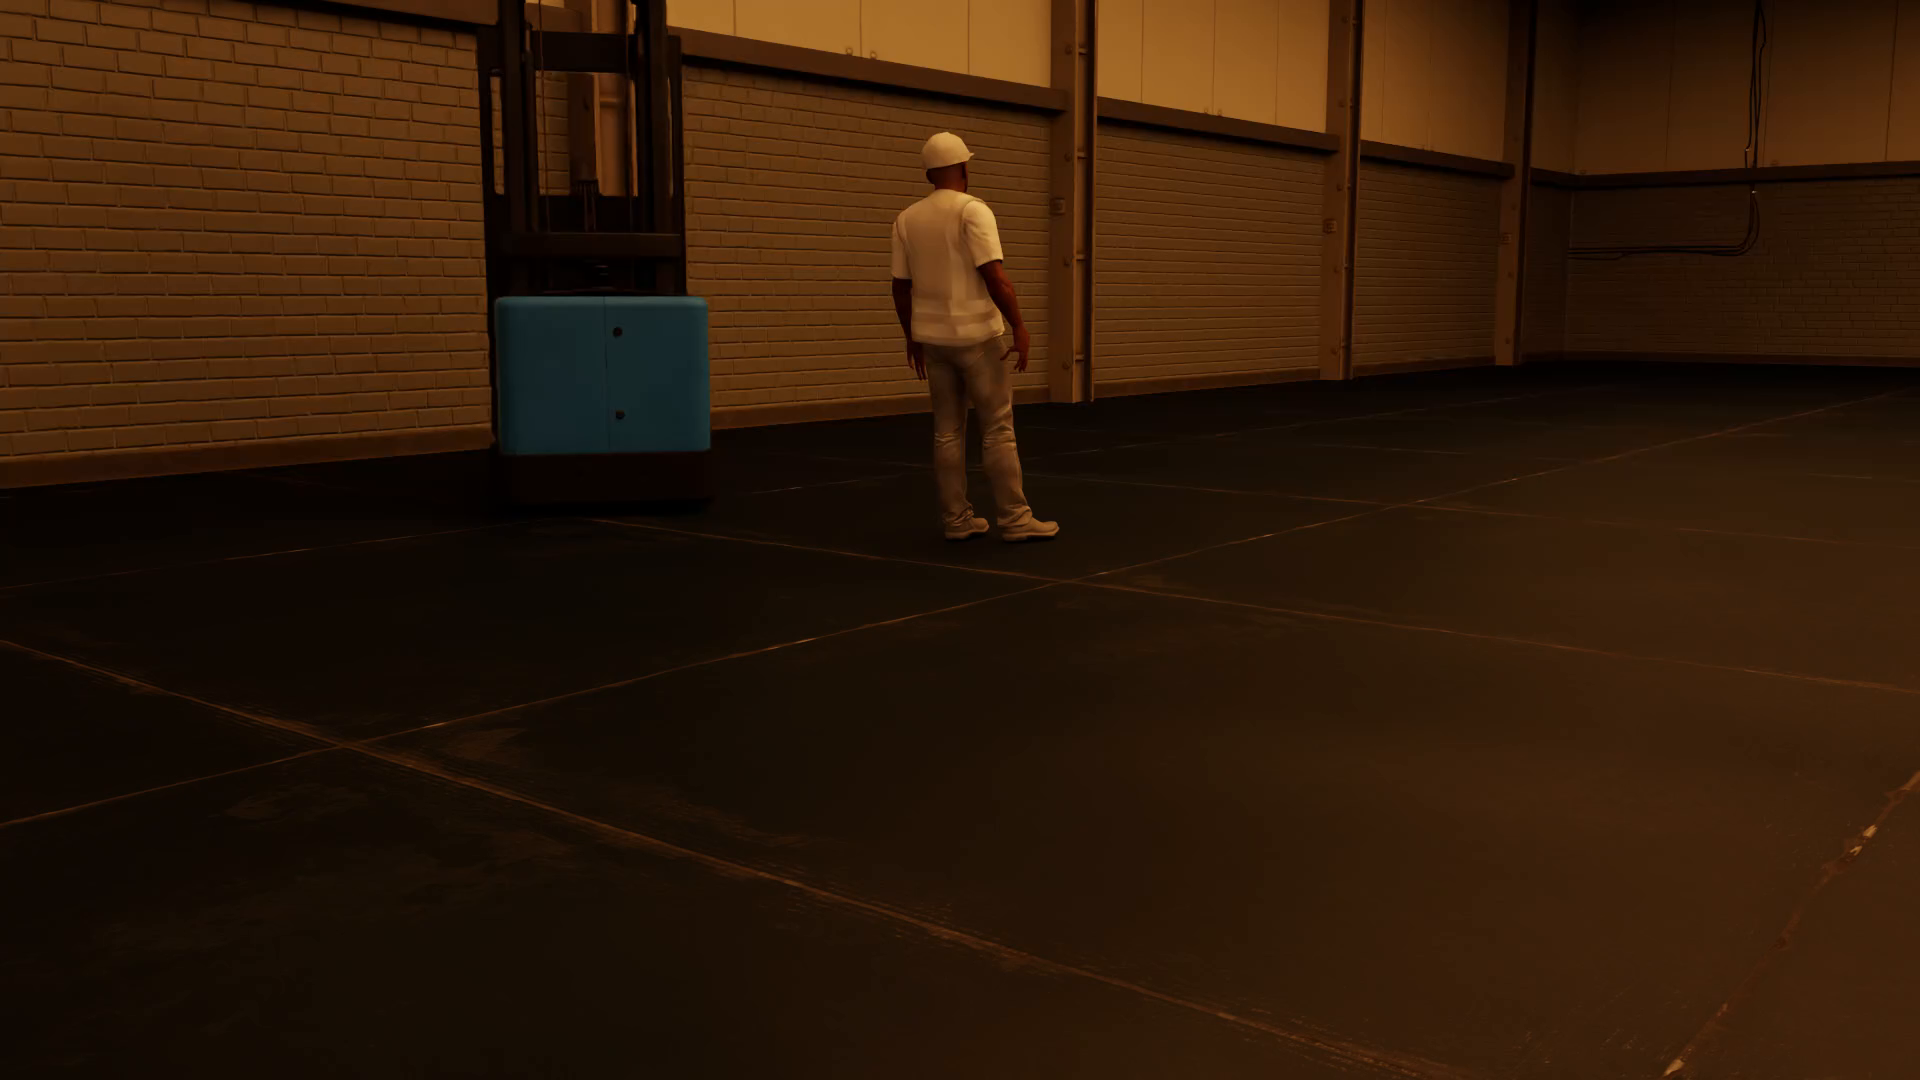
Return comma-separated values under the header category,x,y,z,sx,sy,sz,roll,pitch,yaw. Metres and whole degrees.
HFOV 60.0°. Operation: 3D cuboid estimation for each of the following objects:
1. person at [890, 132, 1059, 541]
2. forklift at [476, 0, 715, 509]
category,x,y,z,sx,sy,sz,roll,pitch,yaw
person,0.049,-0.888,7.325,0.665,1.765,0.577,7,11,38
forklift,-2.140,-1.778,9.434,1.130,2.935,3.031,-2,9,-16
